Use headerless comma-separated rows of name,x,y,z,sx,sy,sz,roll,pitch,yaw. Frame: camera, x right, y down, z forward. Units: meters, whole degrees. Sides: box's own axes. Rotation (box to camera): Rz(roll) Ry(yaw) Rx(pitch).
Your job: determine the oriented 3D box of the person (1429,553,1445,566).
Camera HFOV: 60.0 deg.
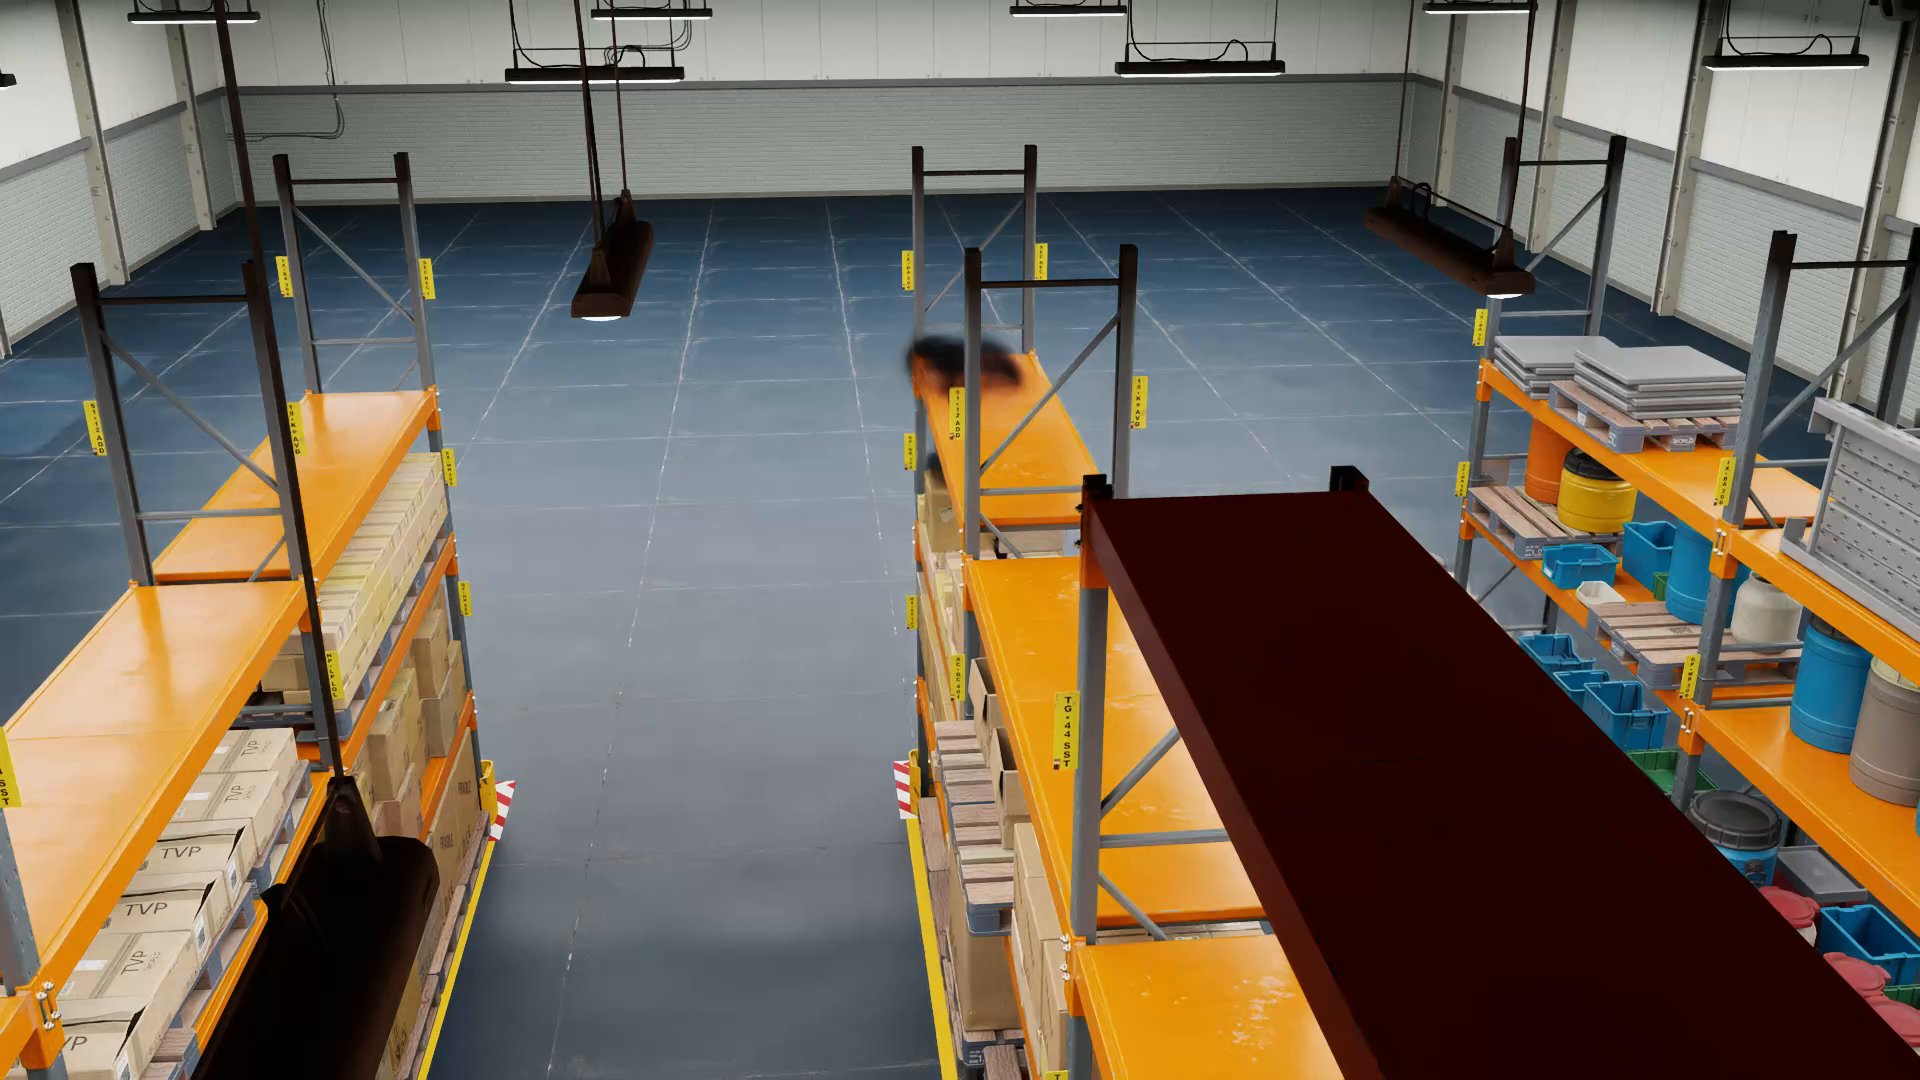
person,5.010,0.964,16.972,0.810,1.708,0.666,6,22,15
